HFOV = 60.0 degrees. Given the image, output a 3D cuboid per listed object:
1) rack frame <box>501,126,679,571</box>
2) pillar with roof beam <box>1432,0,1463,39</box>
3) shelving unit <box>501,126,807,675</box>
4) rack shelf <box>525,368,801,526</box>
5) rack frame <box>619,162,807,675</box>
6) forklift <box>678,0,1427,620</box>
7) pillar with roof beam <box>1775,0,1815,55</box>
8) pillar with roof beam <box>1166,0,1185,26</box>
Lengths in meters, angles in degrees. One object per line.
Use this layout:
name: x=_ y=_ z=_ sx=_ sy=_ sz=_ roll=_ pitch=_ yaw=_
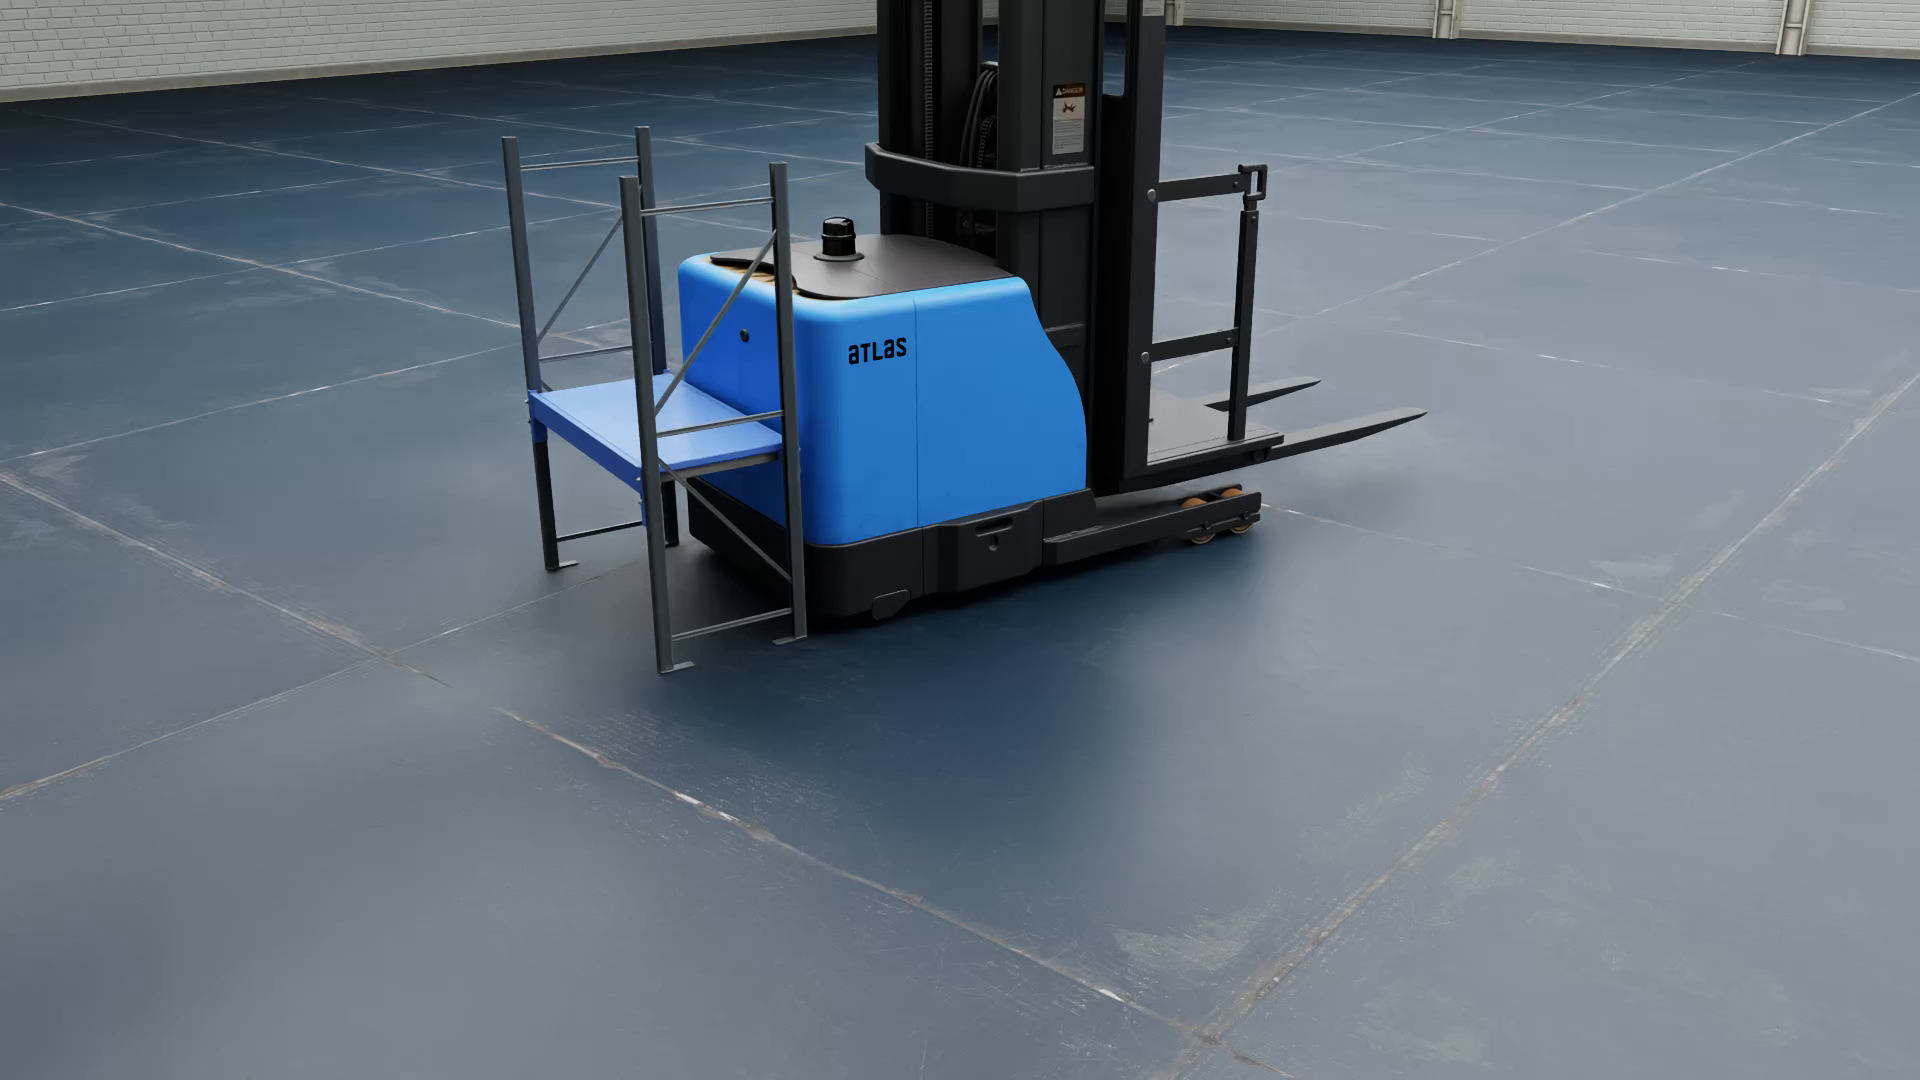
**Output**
rack frame: x=-1.257 y=-0.644 z=5.746 sx=0.500 sy=1.500 sz=0.032 roll=-13 pitch=24 yaw=-30
pillar with roof beam: x=6.320 y=-12.383 z=26.251 sx=0.400 sy=9.000 sz=9.100 roll=16 pitch=26 yaw=36
shelving unit: x=-0.985 y=-0.493 z=5.344 sx=0.538 sy=1.500 sz=1.048 roll=-13 pitch=24 yaw=-30
rack shelf: x=-0.984 y=-0.325 z=5.408 sx=0.538 sy=0.185 sz=1.000 roll=-13 pitch=24 yaw=-30
rack frame: x=-0.713 y=-0.341 z=4.942 sx=0.500 sy=1.500 sz=0.032 roll=-13 pitch=24 yaw=-30
forklift: x=0.521 y=-1.497 z=5.983 sx=3.031 sy=2.935 sz=1.130 roll=-14 pitch=25 yaw=-32
pillar with roof beam: x=10.969 y=-11.044 z=22.701 sx=0.400 sy=9.000 sz=9.100 roll=16 pitch=26 yaw=36
pillar with roof beam: x=1.672 y=-13.721 z=29.801 sx=0.400 sy=9.000 sz=9.100 roll=16 pitch=26 yaw=36
